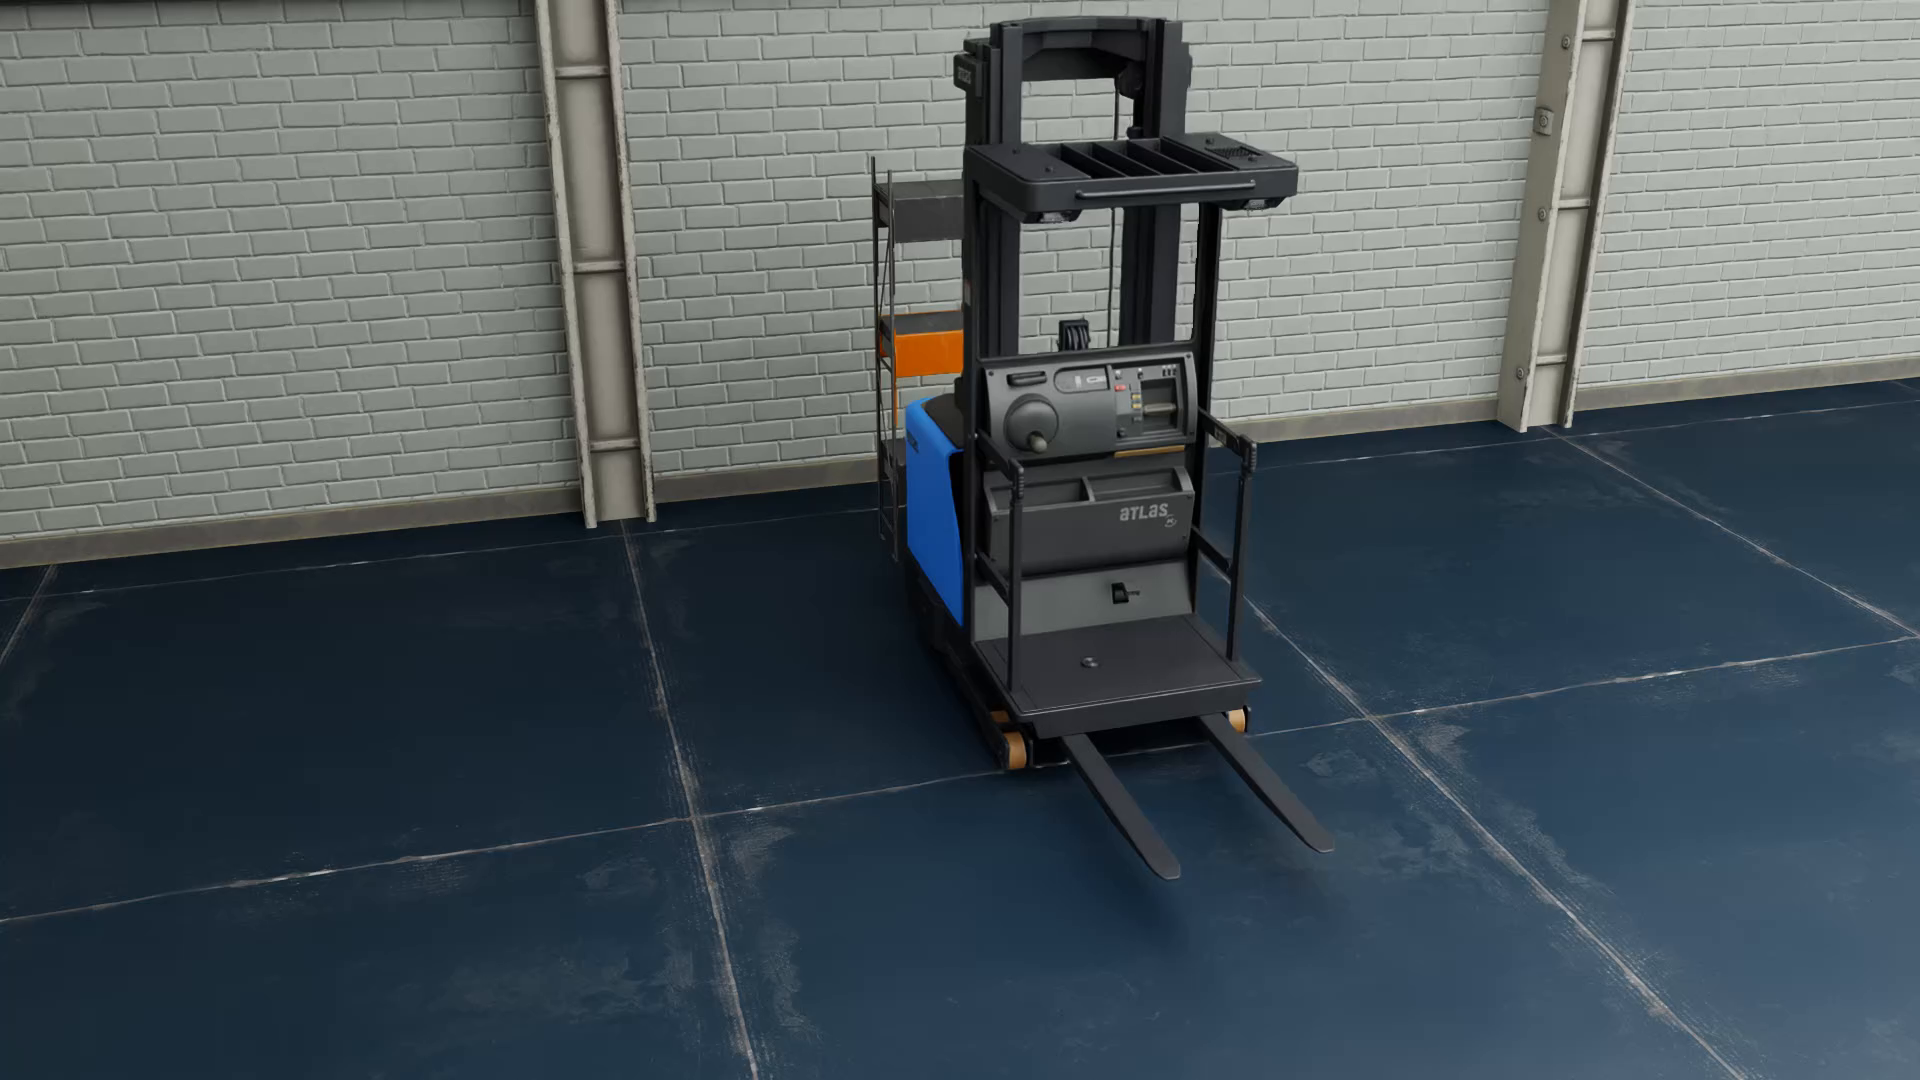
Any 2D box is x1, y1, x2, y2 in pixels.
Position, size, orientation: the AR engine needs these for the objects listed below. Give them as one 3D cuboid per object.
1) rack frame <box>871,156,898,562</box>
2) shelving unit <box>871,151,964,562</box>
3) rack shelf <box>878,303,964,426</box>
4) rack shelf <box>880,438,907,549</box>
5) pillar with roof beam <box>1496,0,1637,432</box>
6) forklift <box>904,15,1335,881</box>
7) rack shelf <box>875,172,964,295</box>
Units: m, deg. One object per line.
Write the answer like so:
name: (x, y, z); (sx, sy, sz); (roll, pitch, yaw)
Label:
rack frame: (-0.394, -0.921, 8.734); (0.015, 2.100, 0.400); (-6, 24, -14)
shelving unit: (-0.159, -0.947, 8.795); (0.503, 2.100, 0.431); (-6, 24, -14)
rack shelf: (-0.159, -0.935, 8.800); (0.480, 0.518, 0.431); (-6, 24, -14)
rack shelf: (-0.159, -0.291, 9.076); (0.480, 0.518, 0.431); (-6, 24, -14)
pillar with roof beam: (4.976, -3.285, 5.494); (0.400, 9.000, 9.100); (-6, 24, -14)
forklift: (0.621, -0.550, 6.815); (1.130, 2.935, 3.031); (-7, 24, -15)
rack shelf: (-0.159, -1.578, 8.524); (0.480, 0.518, 0.431); (-6, 24, -14)
